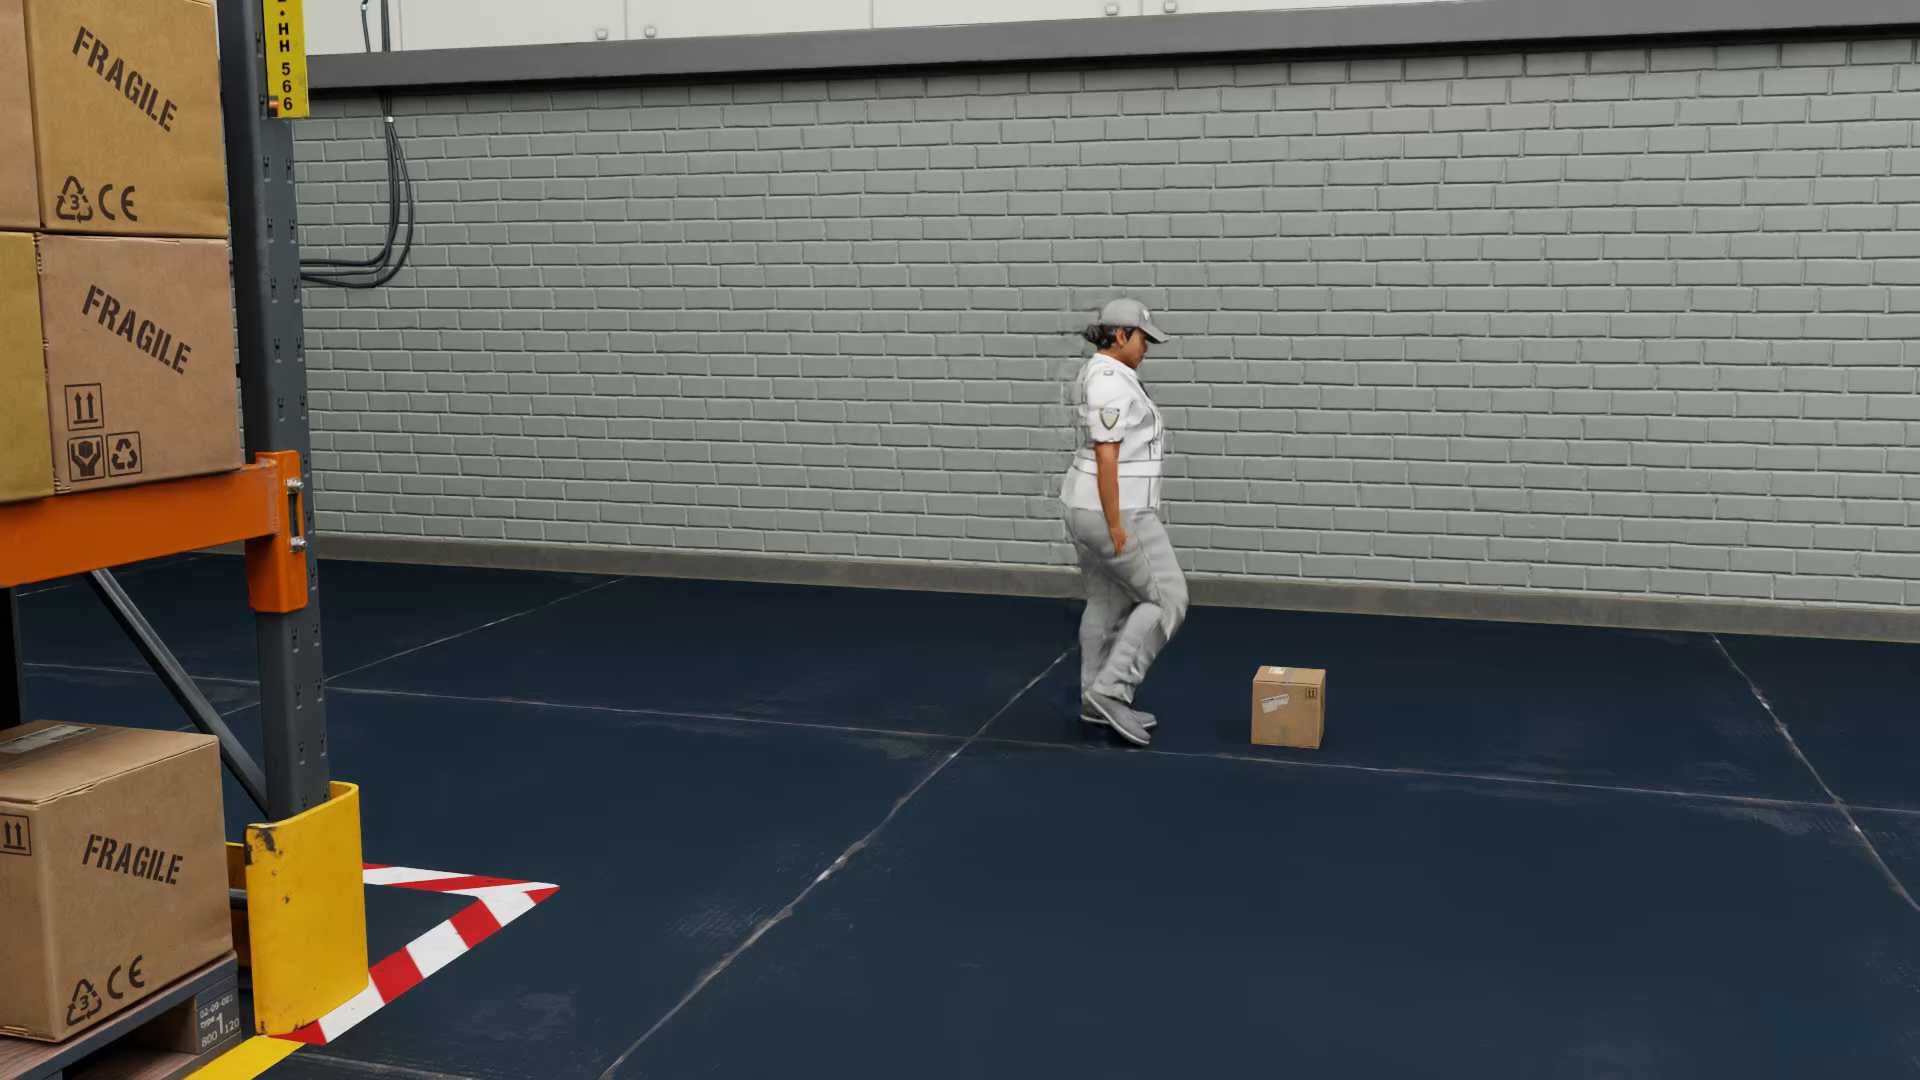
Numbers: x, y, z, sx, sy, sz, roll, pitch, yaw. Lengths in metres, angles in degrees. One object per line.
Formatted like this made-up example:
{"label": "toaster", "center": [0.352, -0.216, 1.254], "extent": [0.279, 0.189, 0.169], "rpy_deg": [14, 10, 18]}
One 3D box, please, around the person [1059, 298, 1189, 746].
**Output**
{"label": "person", "center": [0.620, -0.081, 6.363], "extent": [0.459, 1.671, 0.521], "rpy_deg": [-1, 8, -5]}
